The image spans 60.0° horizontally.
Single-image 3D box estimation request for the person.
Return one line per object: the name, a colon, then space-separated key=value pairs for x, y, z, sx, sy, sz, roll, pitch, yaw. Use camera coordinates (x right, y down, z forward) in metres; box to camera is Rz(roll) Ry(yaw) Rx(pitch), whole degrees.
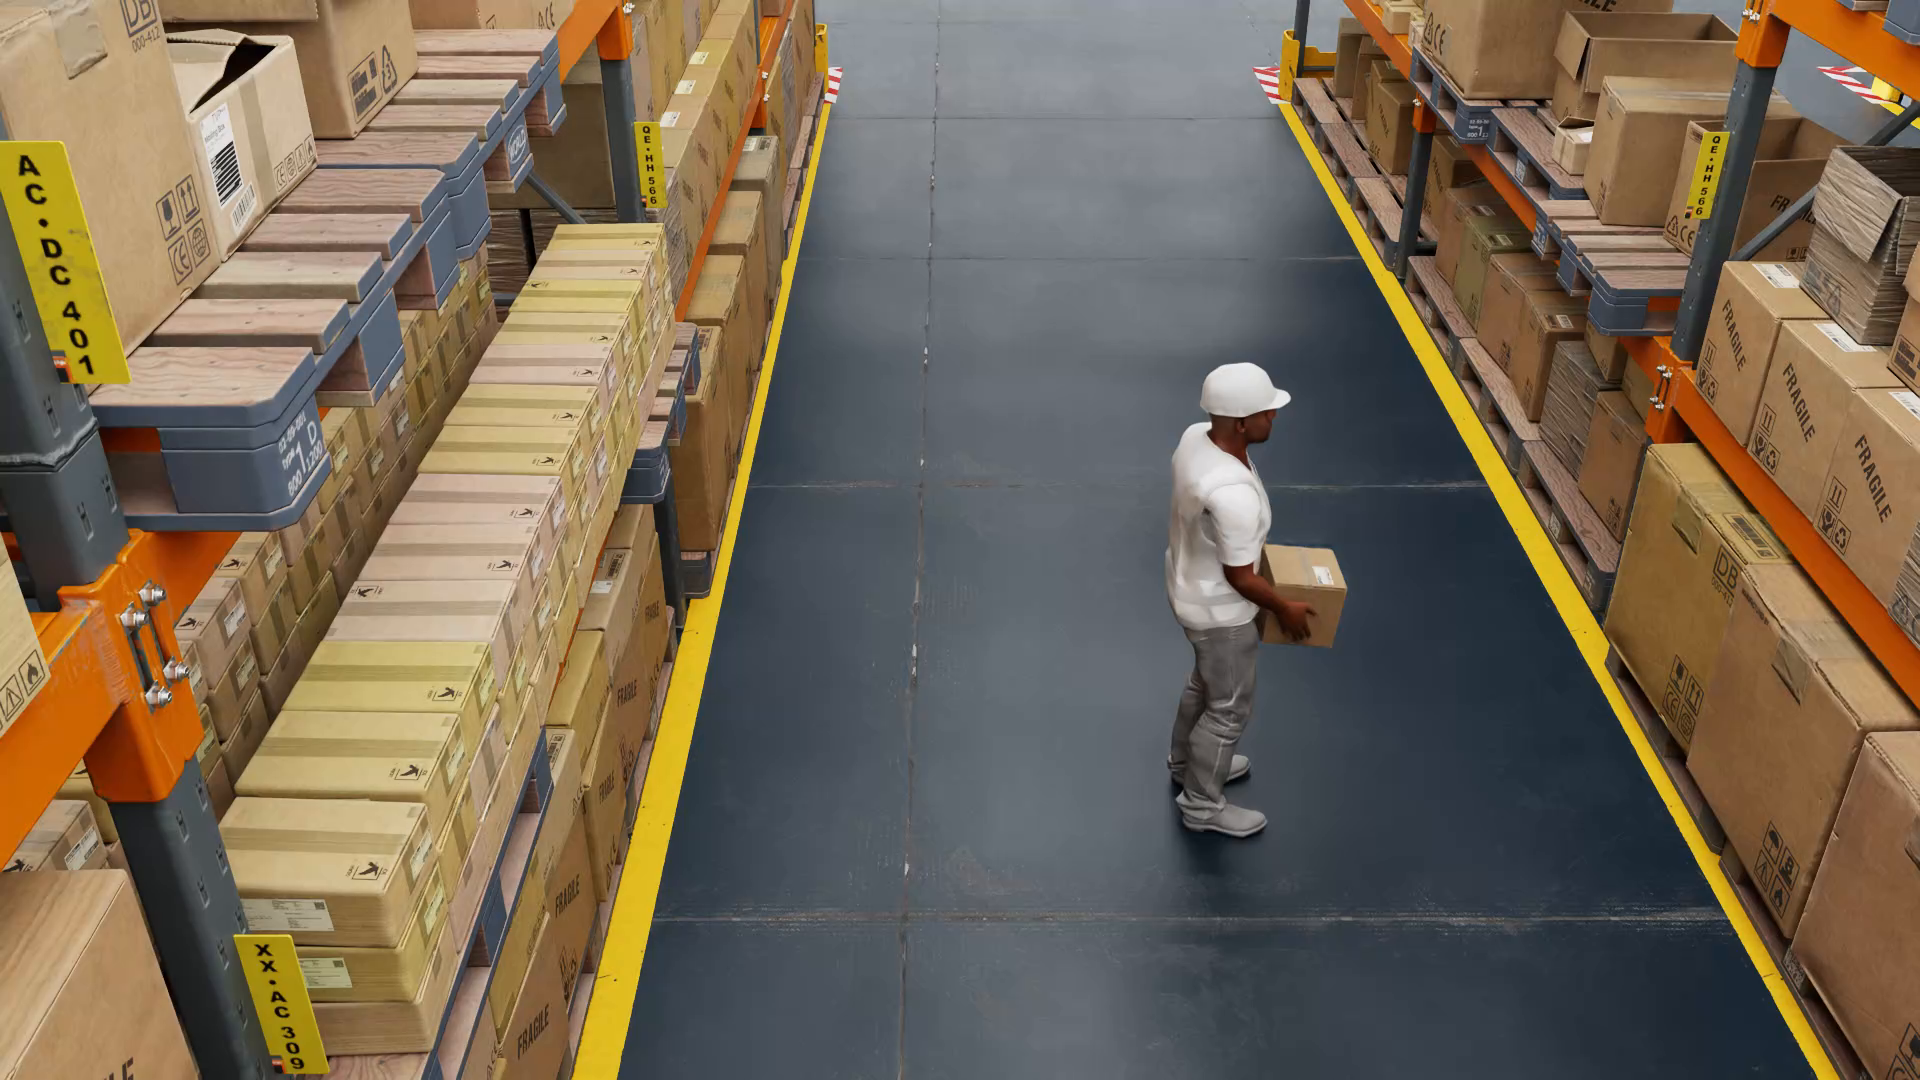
person: x=0.962 y=0.201 z=5.780 sx=0.509 sy=1.768 sz=0.562 roll=-1 pitch=31 yaw=-1
